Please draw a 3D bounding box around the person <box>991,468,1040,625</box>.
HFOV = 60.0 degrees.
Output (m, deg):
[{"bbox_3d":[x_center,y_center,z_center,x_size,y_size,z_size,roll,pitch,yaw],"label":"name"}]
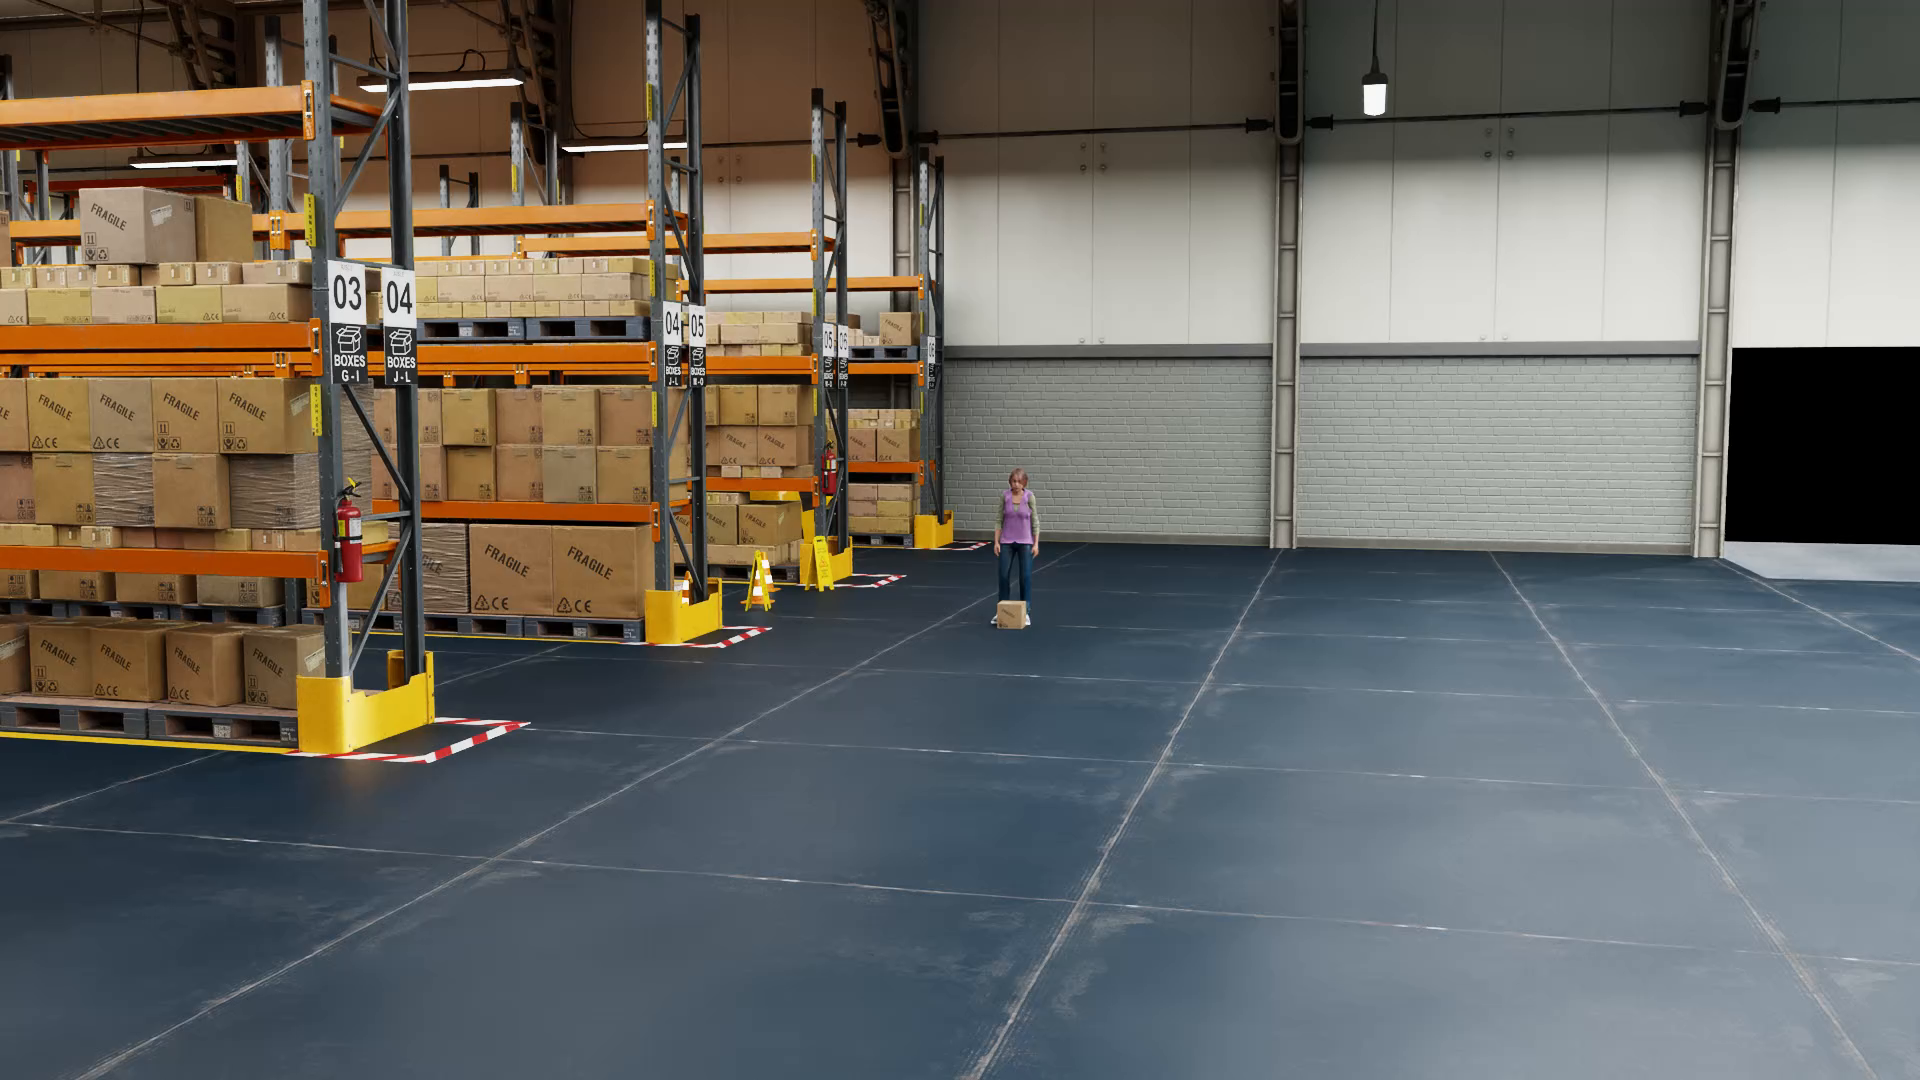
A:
[{"bbox_3d":[0.571,0.063,16.912,0.480,1.592,0.347,1,5,10],"label":"person"}]
